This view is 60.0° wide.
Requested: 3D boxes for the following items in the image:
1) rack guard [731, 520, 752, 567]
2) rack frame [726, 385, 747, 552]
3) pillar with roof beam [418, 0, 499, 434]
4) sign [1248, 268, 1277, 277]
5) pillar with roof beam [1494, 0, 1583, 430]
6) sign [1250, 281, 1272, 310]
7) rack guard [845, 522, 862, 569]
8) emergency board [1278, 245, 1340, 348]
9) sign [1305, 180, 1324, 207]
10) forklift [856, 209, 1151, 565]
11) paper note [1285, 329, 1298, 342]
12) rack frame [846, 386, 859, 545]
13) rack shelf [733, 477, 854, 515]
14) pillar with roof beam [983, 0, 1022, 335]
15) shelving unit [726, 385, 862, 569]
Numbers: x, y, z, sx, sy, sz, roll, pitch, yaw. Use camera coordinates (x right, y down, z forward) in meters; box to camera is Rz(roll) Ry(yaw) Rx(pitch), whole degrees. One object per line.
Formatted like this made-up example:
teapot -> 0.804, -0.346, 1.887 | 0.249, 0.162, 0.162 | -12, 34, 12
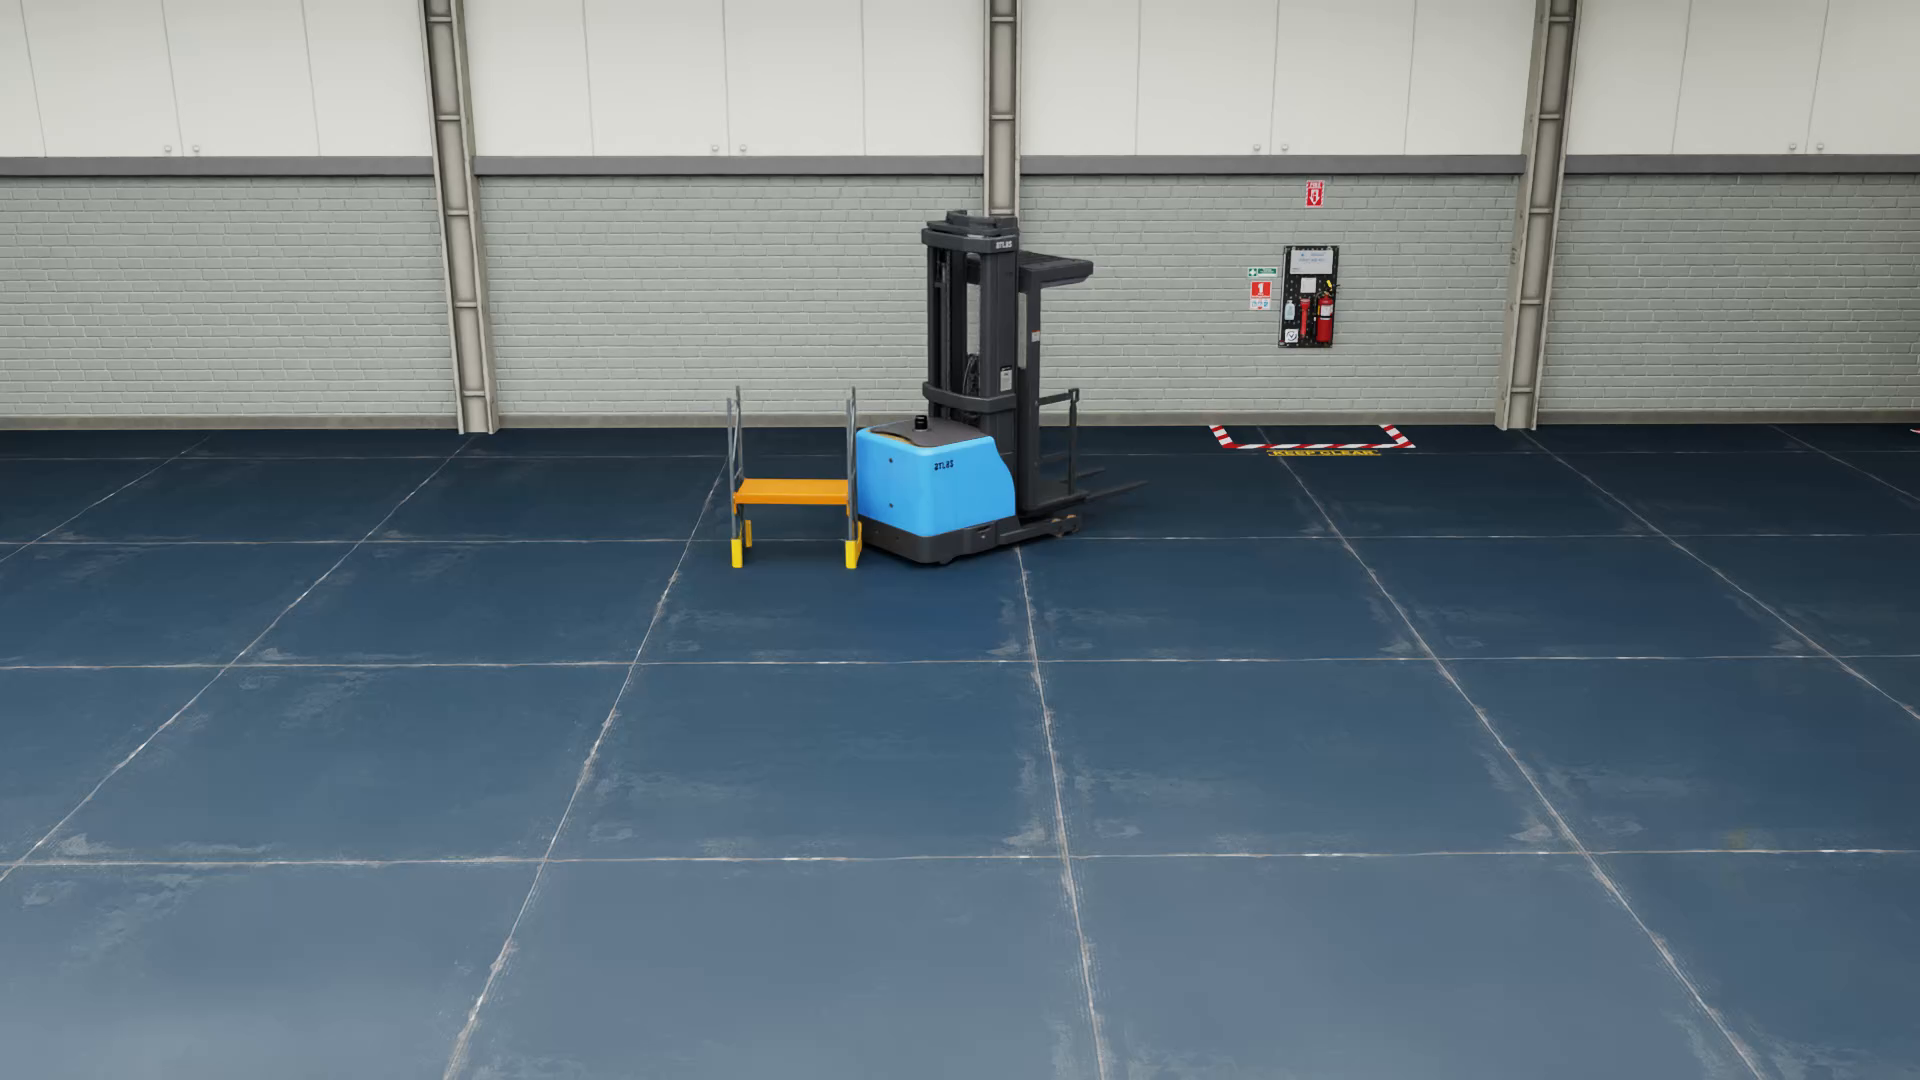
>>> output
rack guard -> -1.935, 0.030, 14.747 | 0.087, 0.250, 0.587 | 1, 18, 2
rack frame -> -1.954, -0.565, 14.557 | 0.032, 1.500, 0.500 | 1, 18, 2
pillar with roof beam -> -5.473, -4.230, 13.703 | 0.400, 9.000, 9.100 | 0, 18, -1
sign -> 3.437, -3.041, 18.893 | 0.331, 0.109, 0.001 | 0, 18, -1
pillar with roof beam -> 6.526, -4.288, 13.884 | 0.400, 9.000, 9.100 | 0, 18, -1
sign -> 3.432, -2.791, 18.982 | 0.234, 0.329, 0.001 | 0, 18, -1
rack guard -> -0.940, 0.043, 14.706 | 0.087, 0.250, 0.587 | 1, 18, 2
emergency board -> 3.986, -2.746, 18.898 | 0.643, 1.169, 0.194 | 0, 18, -1
sign -> 3.977, -3.880, 18.639 | 0.199, 0.298, 0.001 | 0, 18, -1
forklift -> 0.507, -1.535, 15.236 | 3.031, 2.935, 1.130 | -15, 23, -38
paper note -> 3.808, -2.346, 19.096 | 0.142, 0.148, 0.016 | 0, 18, -1
rack frame -> -0.938, -0.552, 14.515 | 0.032, 1.500, 0.500 | 1, 18, 2
rack shelf -> -1.446, -0.387, 14.591 | 1.000, 0.185, 0.538 | 1, 18, 2
pillar with roof beam -> 0.527, -4.259, 13.793 | 0.400, 9.000, 9.100 | 0, 18, -1
shelving unit -> -1.437, -0.558, 14.535 | 1.083, 1.500, 0.587 | 1, 18, 2
